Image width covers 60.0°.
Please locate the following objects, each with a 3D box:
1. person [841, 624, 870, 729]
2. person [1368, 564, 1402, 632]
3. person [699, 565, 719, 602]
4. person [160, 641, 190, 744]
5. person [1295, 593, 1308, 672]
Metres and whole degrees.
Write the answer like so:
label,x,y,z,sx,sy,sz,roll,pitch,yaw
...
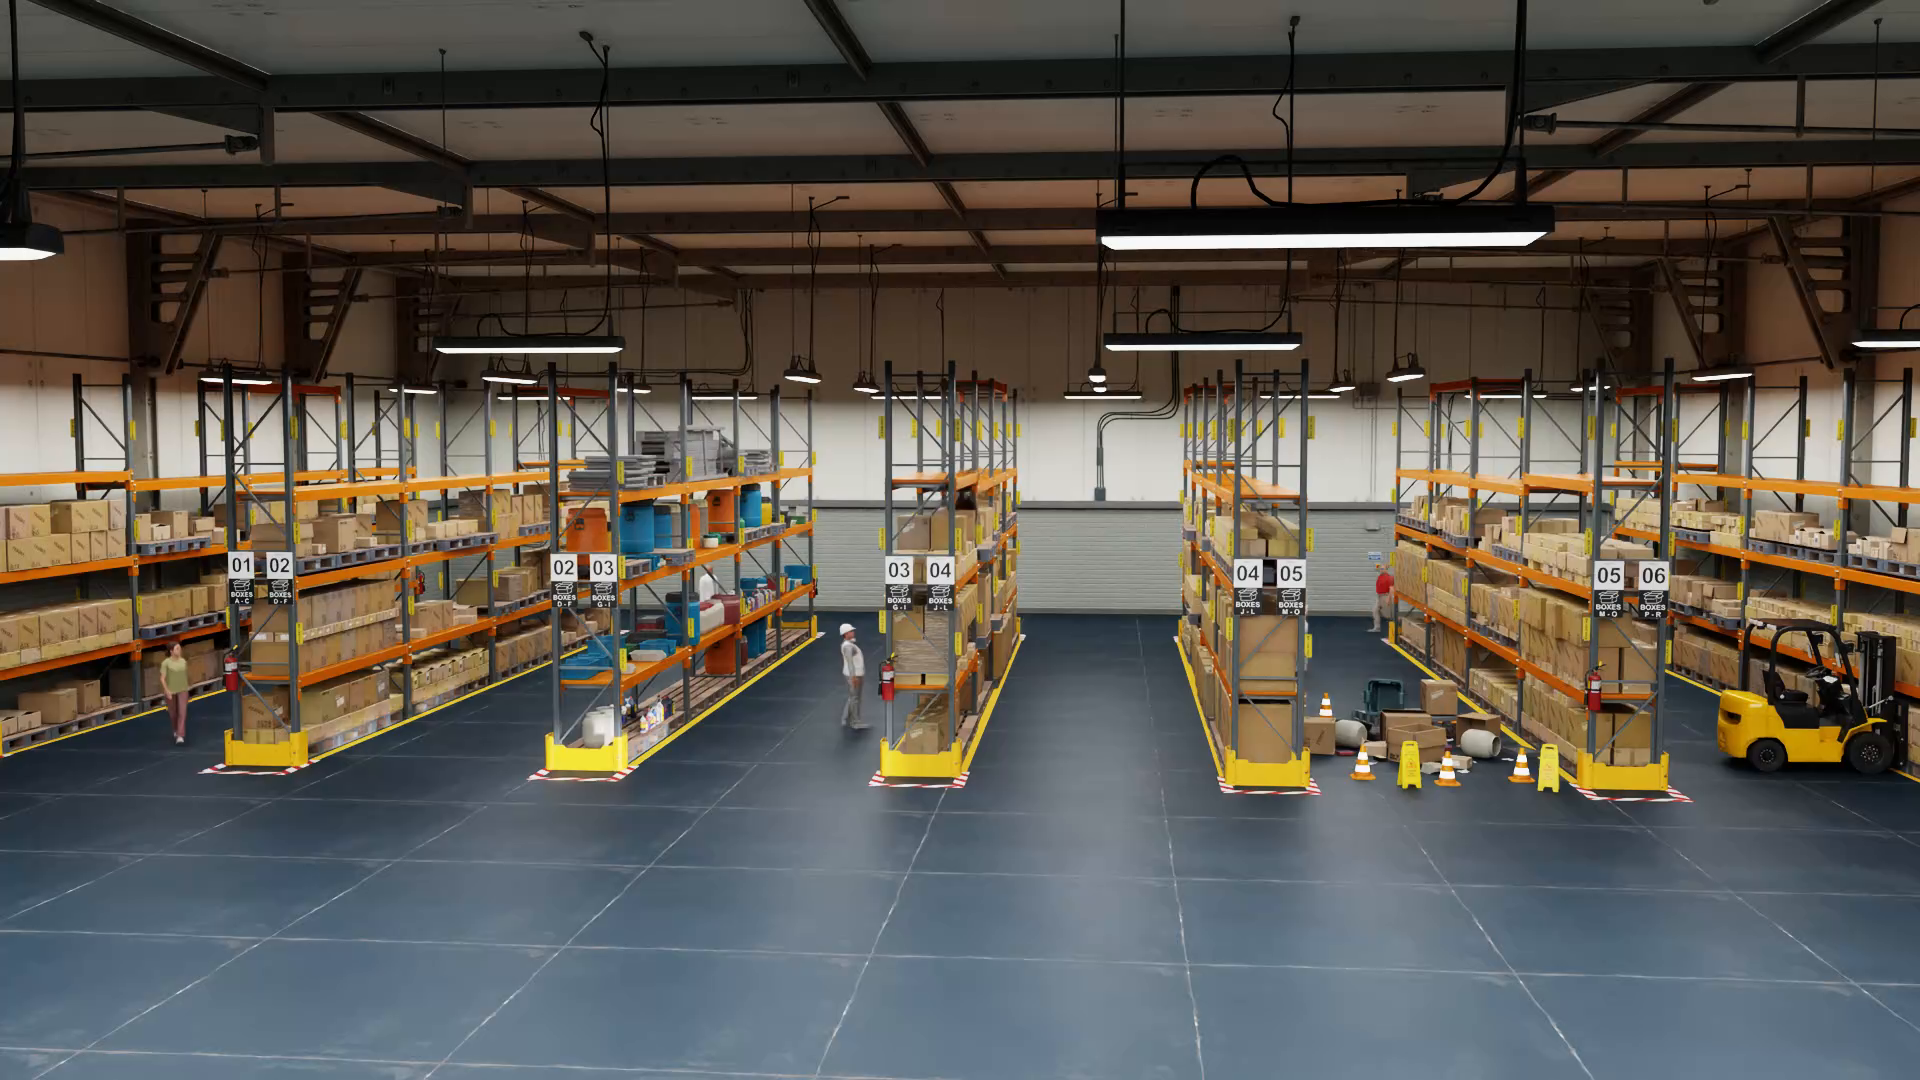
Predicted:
label,x,y,z,sx,sy,sz,roll,pitch,yaw
person,-1.761,2.286,27.928,0.469,1.763,0.596,-1,4,-14
person,10.531,1.443,41.086,0.876,1.681,0.576,0,4,-2
person,-5.927,1.492,39.939,0.614,1.798,0.610,2,4,25
person,-12.594,2.435,26.690,0.418,1.625,1.010,-1,4,-18
person,7.066,1.881,34.585,0.350,1.688,0.503,1,4,9
